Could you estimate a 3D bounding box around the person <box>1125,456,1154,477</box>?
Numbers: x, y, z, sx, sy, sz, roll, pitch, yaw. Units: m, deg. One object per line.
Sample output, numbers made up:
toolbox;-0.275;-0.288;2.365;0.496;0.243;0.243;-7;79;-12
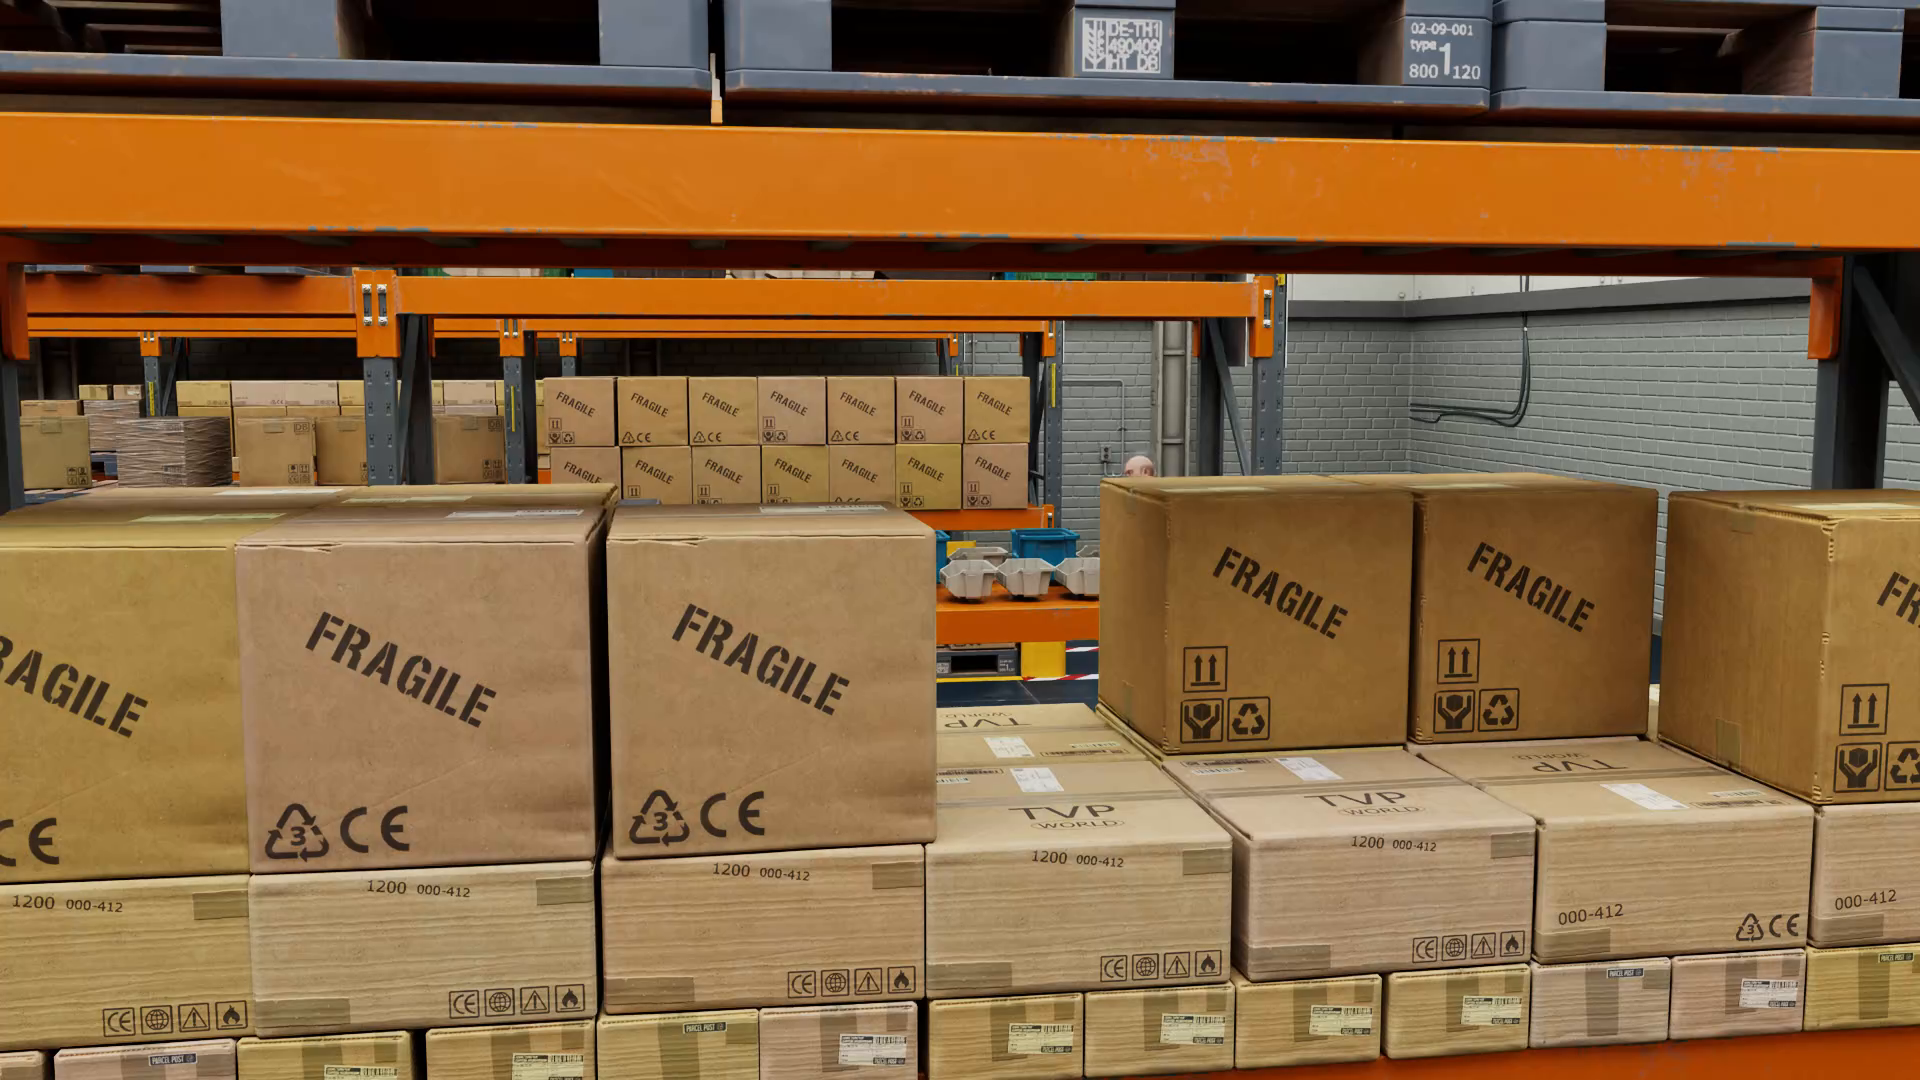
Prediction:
person;1.398;0.275;11.736;0.664;1.731;0.905;6;9;44
